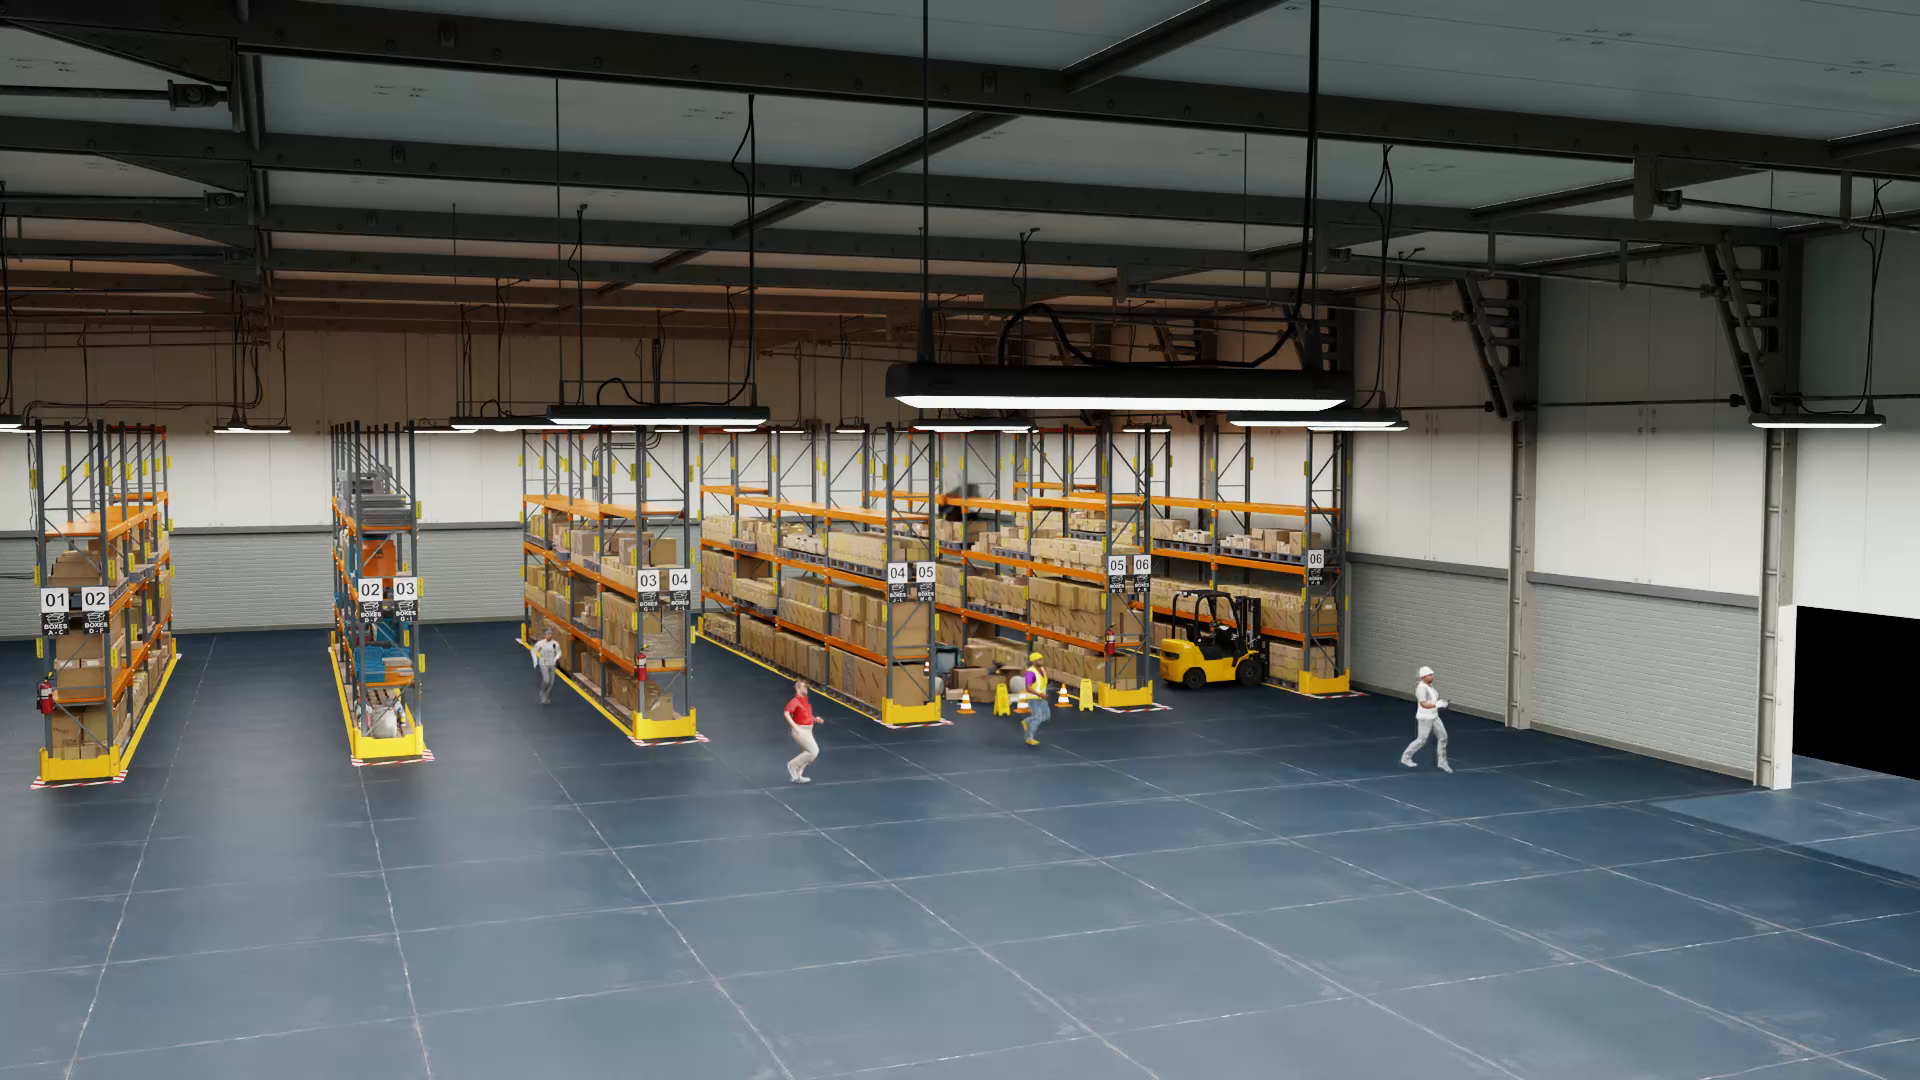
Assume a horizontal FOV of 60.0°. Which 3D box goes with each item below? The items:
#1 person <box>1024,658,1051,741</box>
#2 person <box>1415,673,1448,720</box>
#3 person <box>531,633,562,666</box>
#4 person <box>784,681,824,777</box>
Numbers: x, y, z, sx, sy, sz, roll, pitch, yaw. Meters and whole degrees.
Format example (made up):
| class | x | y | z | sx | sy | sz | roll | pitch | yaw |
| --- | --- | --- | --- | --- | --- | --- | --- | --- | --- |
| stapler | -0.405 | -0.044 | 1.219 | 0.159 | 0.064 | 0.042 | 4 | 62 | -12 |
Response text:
| class | x | y | z | sx | sy | sz | roll | pitch | yaw |
| --- | --- | --- | --- | --- | --- | --- | --- | --- | --- |
| person | 1.447 | 2.926 | 30.883 | 0.597 | 1.624 | 0.728 | 2 | 4 | 29 |
| person | 8.017 | 2.626 | 28.393 | 0.688 | 0.857 | 0.690 | 2 | 4 | 33 |
| person | -8.755 | 2.285 | 35.316 | 0.583 | 0.766 | 0.421 | -2 | 4 | -30 |
| person | -8.799 | 2.281 | 27.808 | 13.103 | 3.236 | 1.315 | 0 | 4 | 7 |
